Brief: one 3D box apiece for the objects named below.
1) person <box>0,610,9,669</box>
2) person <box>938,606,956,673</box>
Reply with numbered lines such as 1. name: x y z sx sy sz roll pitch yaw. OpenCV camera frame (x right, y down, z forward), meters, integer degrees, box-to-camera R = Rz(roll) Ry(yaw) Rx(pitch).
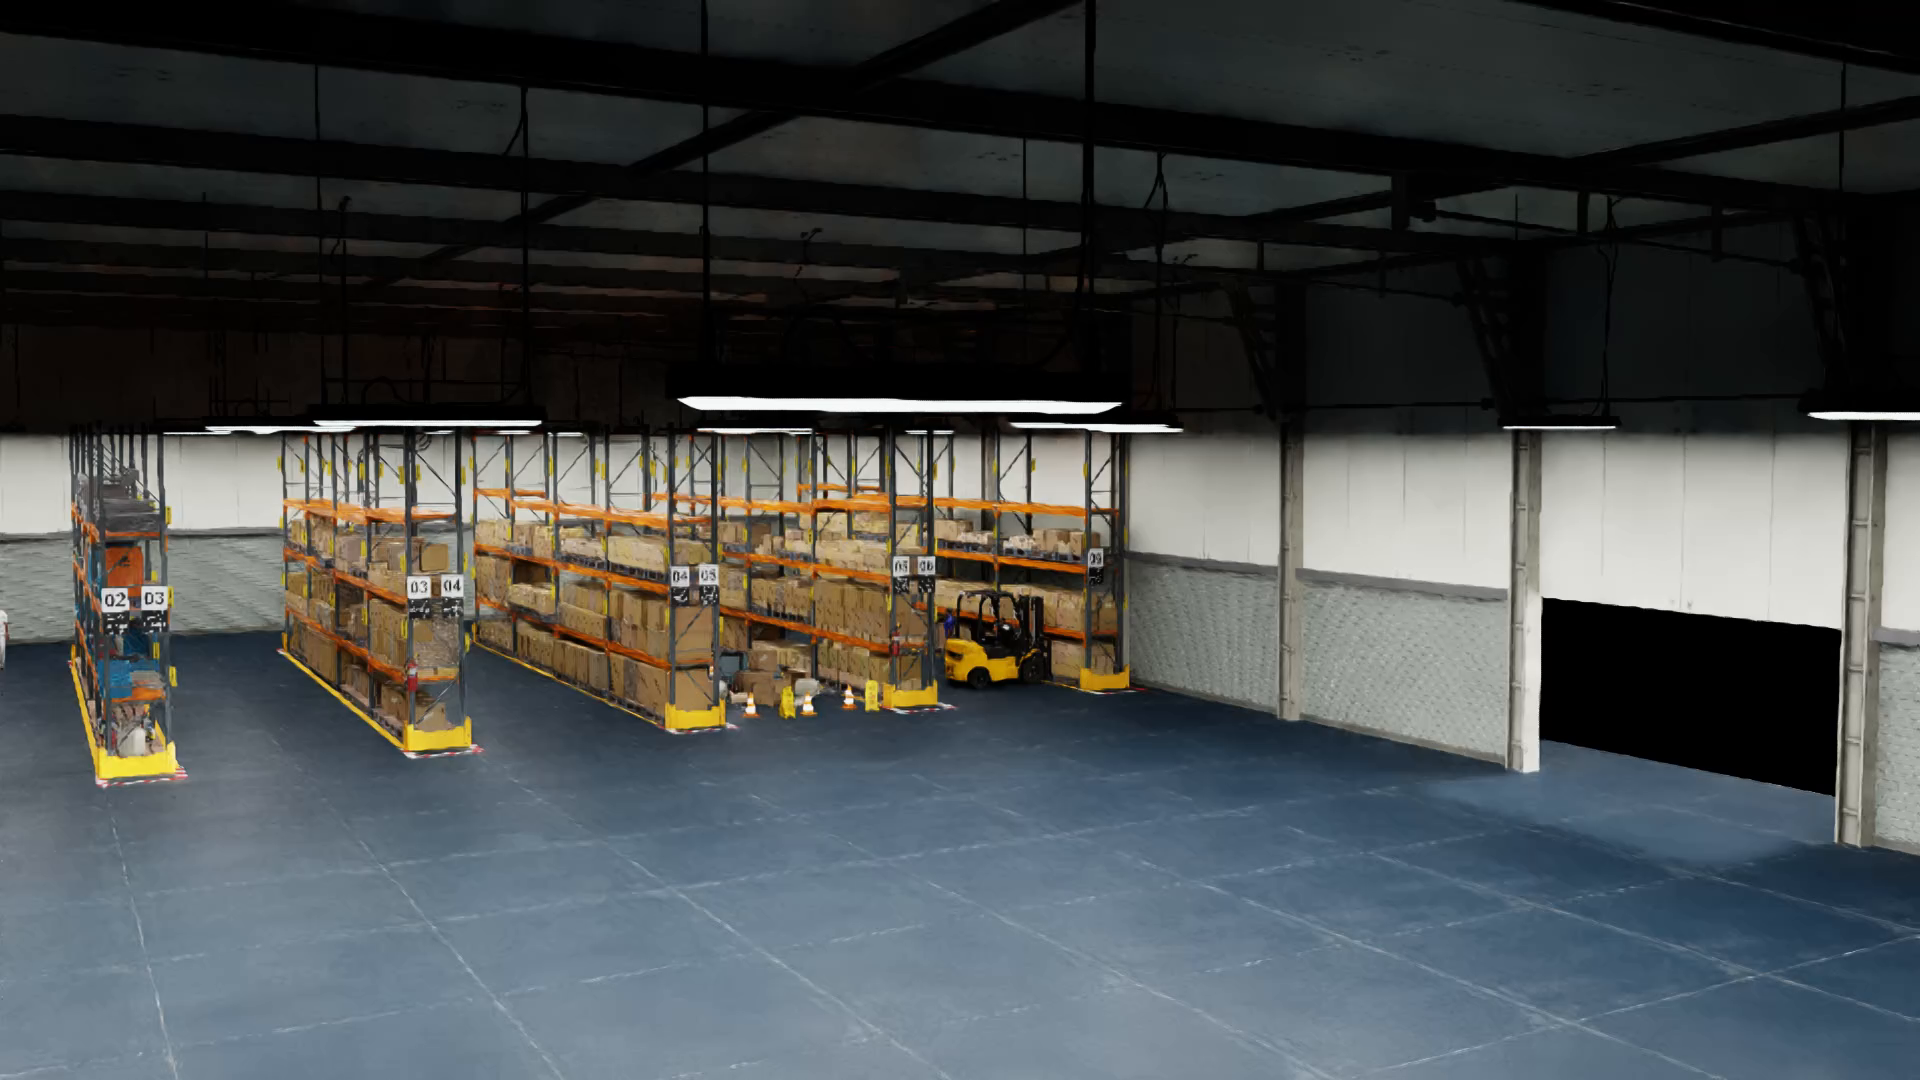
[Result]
1. person: -23.848 2.329 41.094 0.577 1.691 1.121 -2 4 -27
2. person: -0.264 2.414 40.111 0.528 1.645 0.531 0 4 -1
